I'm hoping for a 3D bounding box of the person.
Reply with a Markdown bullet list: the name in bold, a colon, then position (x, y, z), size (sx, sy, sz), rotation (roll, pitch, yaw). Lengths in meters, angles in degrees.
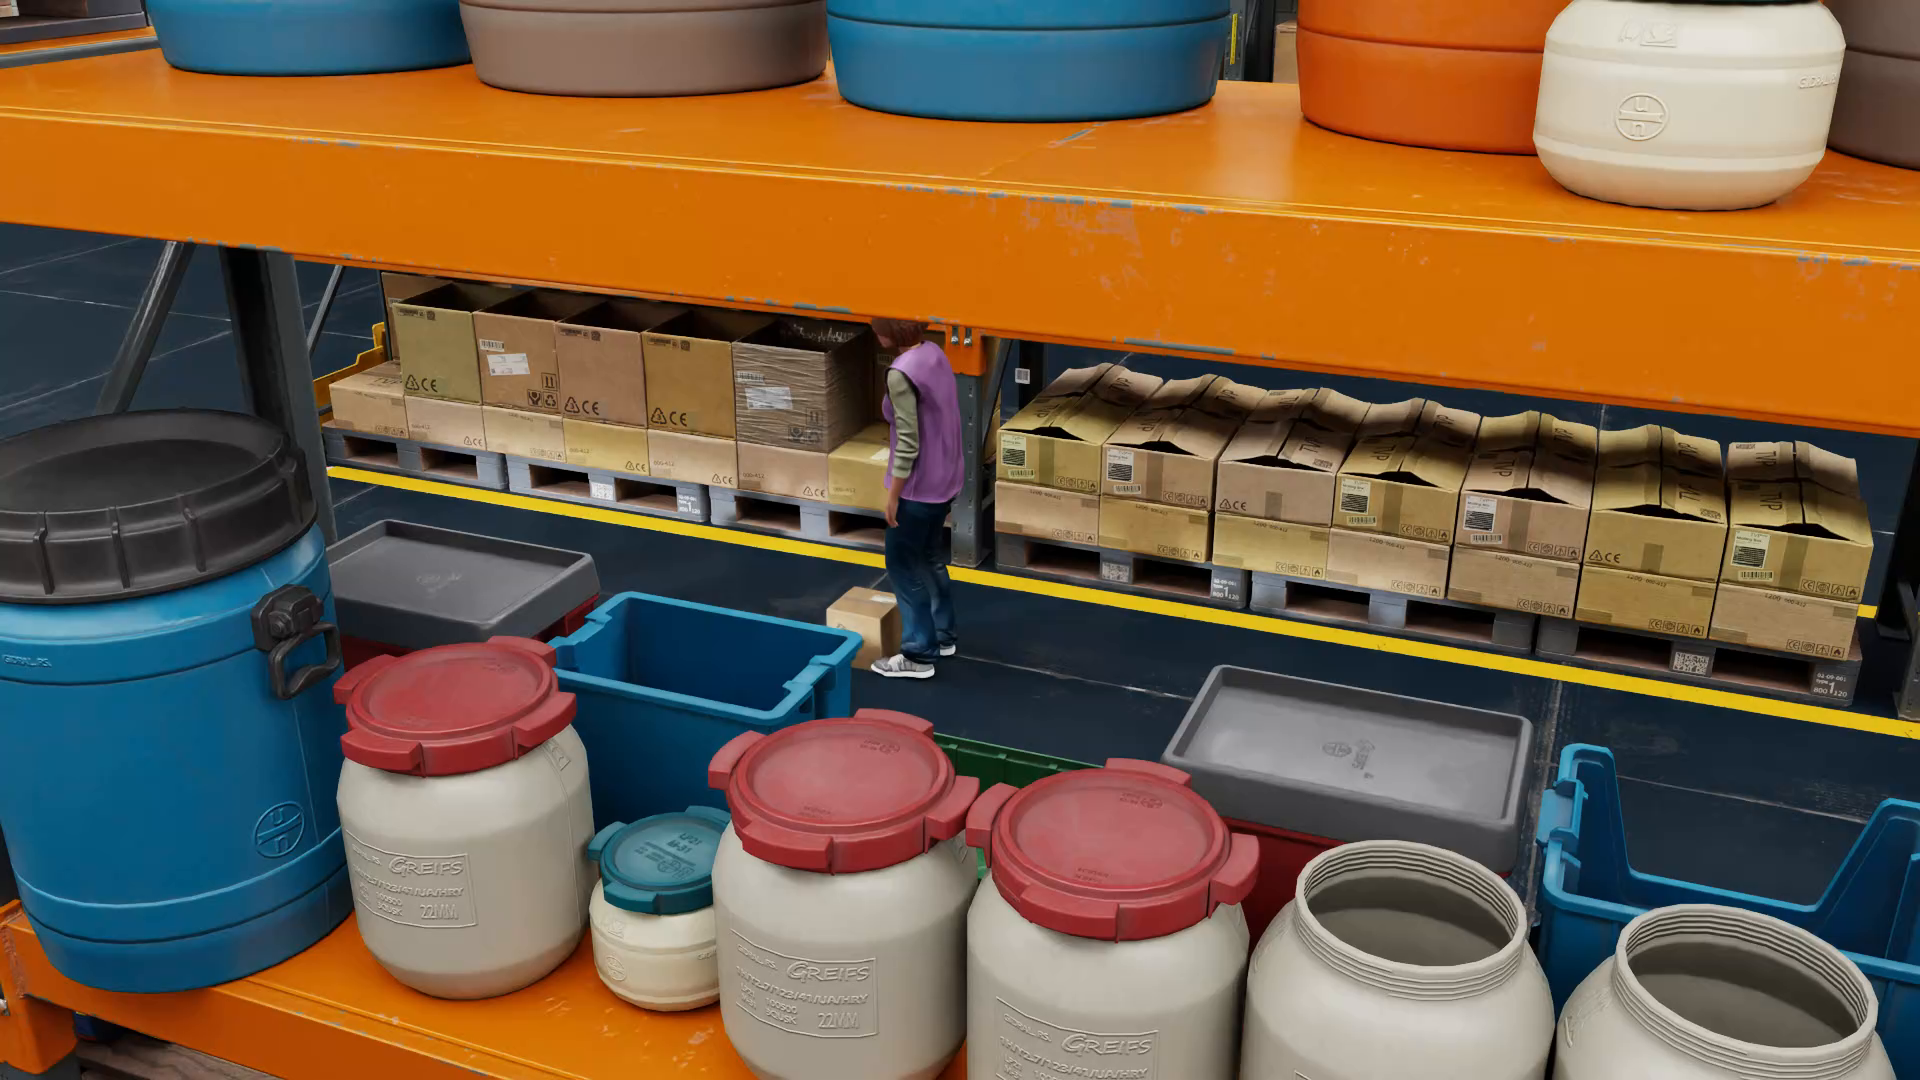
- **person**: position (-0.166, -0.210, 6.613), size (0.346, 1.591, 0.466), rotation (9, 24, 21)
